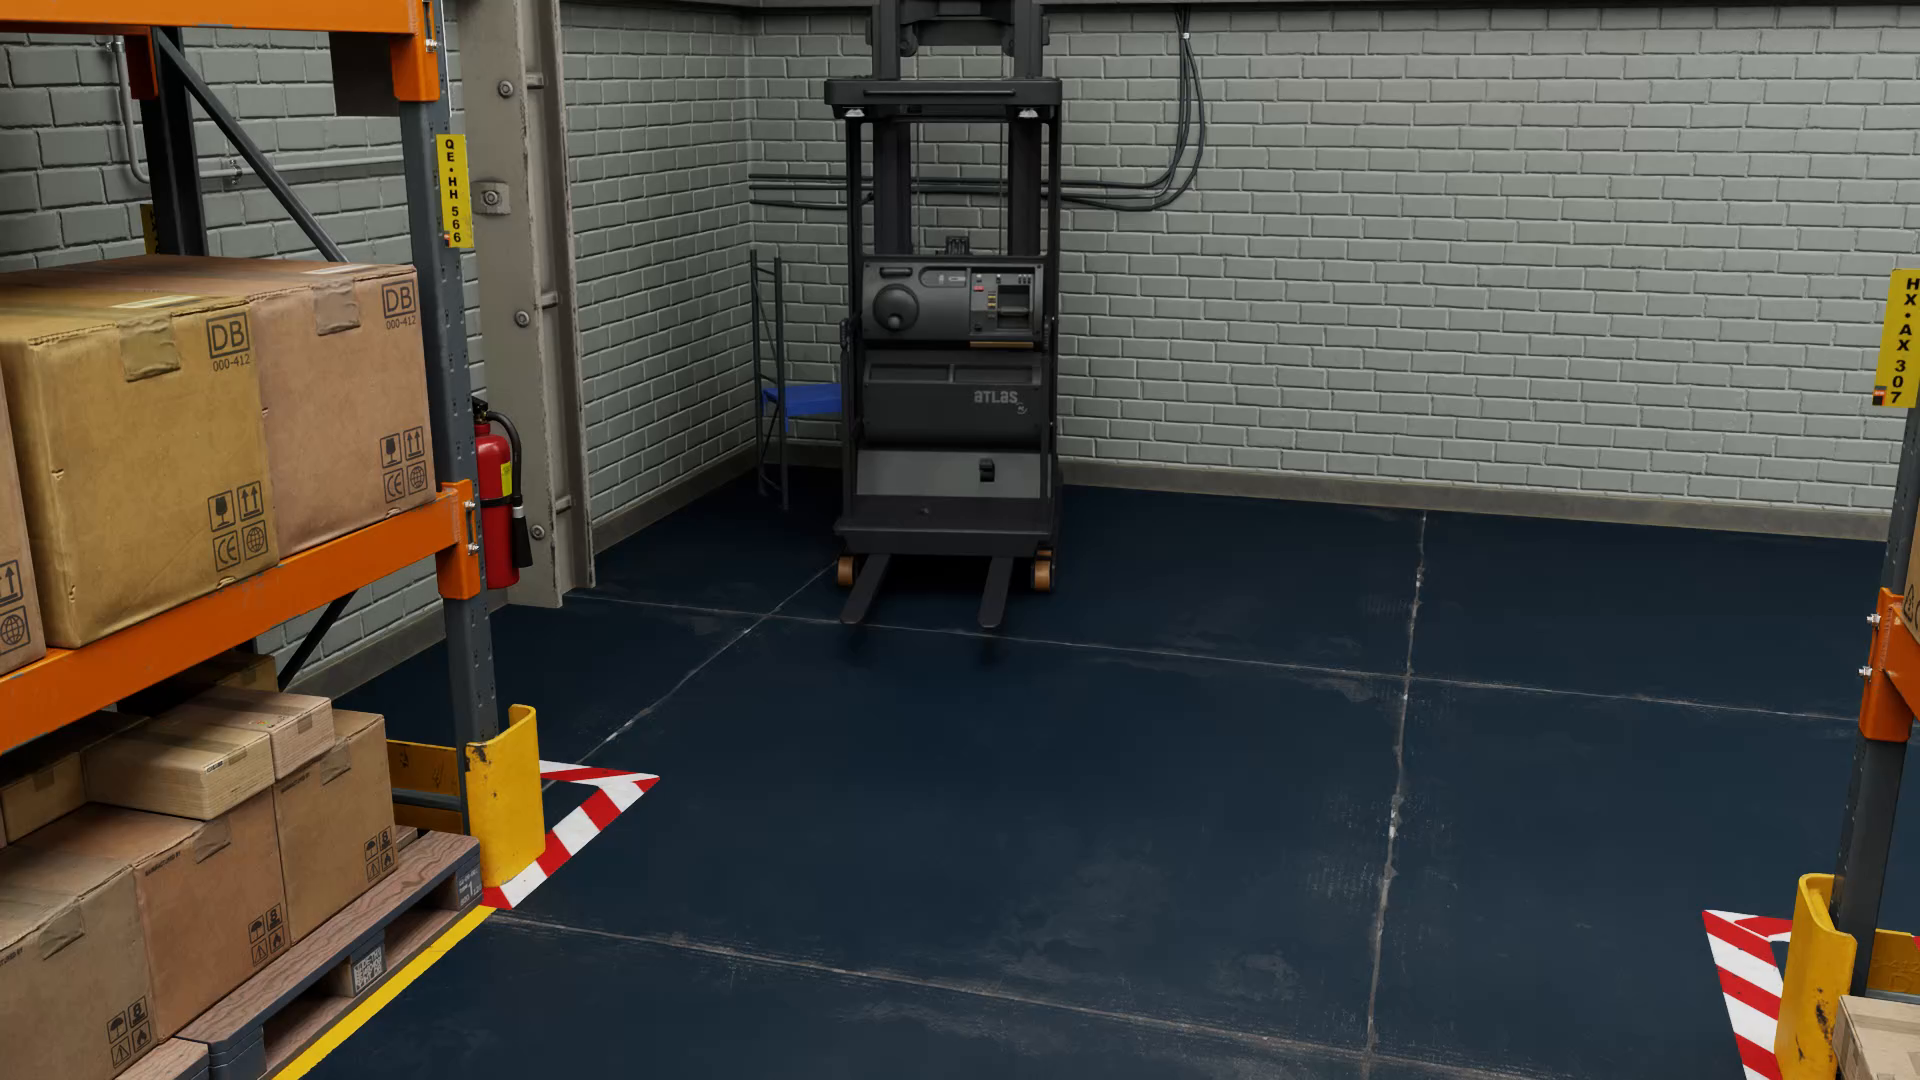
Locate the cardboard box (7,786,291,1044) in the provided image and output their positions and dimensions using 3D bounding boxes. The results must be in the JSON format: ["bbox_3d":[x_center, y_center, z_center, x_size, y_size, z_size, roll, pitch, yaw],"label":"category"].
[{"bbox_3d":[-2.248,0.924,4.387,0.700,0.500,0.500,5,16,16],"label":"cardboard box"}]

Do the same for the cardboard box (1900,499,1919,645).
[{"bbox_3d":[2.368,0.032,3.536,0.500,0.500,0.500,5,17,17],"label":"cardboard box"}]

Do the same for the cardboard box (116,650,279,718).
[{"bbox_3d":[-2.262,0.432,4.930,0.380,0.149,0.250,5,17,16],"label":"cardboard box"}]

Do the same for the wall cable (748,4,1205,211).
[{"bbox_3d":[-0.053,-3.243,9.962,3.097,2.526,0.112,5,16,16],"label":"wall cable"}]

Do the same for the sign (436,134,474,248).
[{"bbox_3d":[-1.487,-1.024,4.886,0.100,0.325,0.005,5,16,16],"label":"sign"}]

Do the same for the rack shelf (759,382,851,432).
[{"bbox_3d":[-0.682,-0.847,10.225,1.000,0.185,0.538,-7,17,-24],"label":"rack shelf"}]

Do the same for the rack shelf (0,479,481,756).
[{"bbox_3d":[-2.572,0.471,3.491,1.077,0.370,4.000,5,16,16],"label":"rack shelf"}]

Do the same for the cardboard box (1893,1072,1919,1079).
[{"bbox_3d":[2.179,1.347,3.317,0.500,0.250,0.500,5,16,16],"label":"cardboard box"}]

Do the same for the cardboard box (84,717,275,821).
[{"bbox_3d":[-2.040,0.595,4.356,0.380,0.149,0.250,5,17,17],"label":"cardboard box"}]

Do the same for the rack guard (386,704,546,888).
[{"bbox_3d":[-1.996,0.798,5.601,1.175,0.500,0.348,5,16,16],"label":"rack guard"}]

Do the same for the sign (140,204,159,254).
[{"bbox_3d":[-2.534,-0.898,5.266,0.100,0.325,0.005,5,16,16],"label":"sign"}]

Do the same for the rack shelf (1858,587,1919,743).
[{"bbox_3d":[2.179,0.854,2.140,1.077,0.370,4.000,5,16,16],"label":"rack shelf"}]

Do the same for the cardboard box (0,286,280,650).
[{"bbox_3d":[-2.335,-0.218,4.050,0.980,0.700,0.700,4,16,15],"label":"cardboard box"}]

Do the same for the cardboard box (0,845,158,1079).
[{"bbox_3d":[-2.391,1.055,3.923,0.700,0.500,0.500,4,16,14],"label":"cardboard box"}]

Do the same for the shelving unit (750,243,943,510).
[{"bbox_3d":[-0.682,-1.020,10.176,1.048,1.500,0.538,-7,17,-24],"label":"shelving unit"}]

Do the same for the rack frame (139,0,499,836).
[{"bbox_3d":[-2.003,-0.399,5.238,1.000,3.000,0.127,5,16,16],"label":"rack frame"}]

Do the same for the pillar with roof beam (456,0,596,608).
[{"bbox_3d":[2.062,-3.724,5.969,9.100,9.000,0.400,5,16,16],"label":"pillar with roof beam"}]

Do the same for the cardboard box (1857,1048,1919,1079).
[{"bbox_3d":[2.228,1.284,3.691,0.380,0.166,0.250,5,16,16],"label":"cardboard box"}]

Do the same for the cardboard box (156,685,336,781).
[{"bbox_3d":[-1.968,0.528,4.592,0.380,0.149,0.250,4,16,15],"label":"cardboard box"}]

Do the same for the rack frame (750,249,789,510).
[{"bbox_3d":[-1.144,-0.962,9.973,0.032,1.500,0.500,-7,17,-24],"label":"rack frame"}]

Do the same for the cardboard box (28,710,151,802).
[{"bbox_3d":[-2.406,0.565,4.463,0.380,0.149,0.250,5,16,16],"label":"cardboard box"}]

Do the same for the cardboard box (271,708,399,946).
[{"bbox_3d":[-2.106,0.793,4.849,0.700,0.500,0.500,5,16,16],"label":"cardboard box"}]

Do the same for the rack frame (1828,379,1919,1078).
[{"bbox_3d":[2.747,-0.015,3.887,1.000,3.000,0.127,5,16,16],"label":"rack frame"}]

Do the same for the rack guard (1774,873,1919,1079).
[{"bbox_3d":[2.726,1.207,4.158,1.175,0.500,0.348,5,16,16],"label":"rack guard"}]

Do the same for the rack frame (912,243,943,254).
[{"bbox_3d":[-0.220,-1.077,10.380,0.032,1.500,0.500,-7,17,-24],"label":"rack frame"}]

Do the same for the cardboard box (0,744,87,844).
[{"bbox_3d":[-2.477,0.631,4.232,0.380,0.149,0.250,5,17,16],"label":"cardboard box"}]

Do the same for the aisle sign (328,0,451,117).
[{"bbox_3d":[-1.695,-1.645,4.867,0.394,0.787,0.004,5,16,16],"label":"aisle sign"}]

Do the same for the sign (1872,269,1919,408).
[{"bbox_3d":[2.227,-0.474,3.917,0.100,0.325,0.005,5,16,16],"label":"sign"}]

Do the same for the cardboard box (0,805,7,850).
[{"bbox_3d":[-2.549,0.697,3.997,0.380,0.149,0.250,5,17,17],"label":"cardboard box"}]

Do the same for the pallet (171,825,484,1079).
[{"bbox_3d":[-2.155,1.158,4.859,1.003,0.211,1.213,5,16,16],"label":"pallet"}]

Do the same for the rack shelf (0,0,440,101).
[{"bbox_3d":[-2.572,-0.972,3.082,1.077,0.370,4.000,5,16,16],"label":"rack shelf"}]

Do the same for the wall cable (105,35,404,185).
[{"bbox_3d":[-2.546,-1.296,6.539,0.084,1.984,1.851,5,16,16],"label":"wall cable"}]

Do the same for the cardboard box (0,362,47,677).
[{"bbox_3d":[-2.560,-0.019,3.349,0.980,0.700,0.700,4,16,13],"label":"cardboard box"}]

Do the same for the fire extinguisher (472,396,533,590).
[{"bbox_3d":[-1.518,-0.186,5.312,0.296,0.674,0.183,5,16,16],"label":"fire extinguisher"}]

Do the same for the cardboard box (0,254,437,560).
[{"bbox_3d":[-2.139,-0.409,4.724,0.980,0.700,0.700,5,17,18],"label":"cardboard box"}]

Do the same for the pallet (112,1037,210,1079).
[{"bbox_3d":[-2.504,1.476,3.738,1.003,0.211,1.213,5,16,16],"label":"pallet"}]

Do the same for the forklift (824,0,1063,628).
[{"bbox_3d":[-0.053,-1.239,8.326,1.130,2.935,3.031,1,16,5],"label":"forklift"}]

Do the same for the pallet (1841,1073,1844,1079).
[{"bbox_3d":[2.500,1.555,3.462,1.003,0.211,1.213,5,16,16],"label":"pallet"}]

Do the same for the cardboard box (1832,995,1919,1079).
[{"bbox_3d":[2.299,1.227,3.924,0.380,0.149,0.250,5,16,16],"label":"cardboard box"}]
